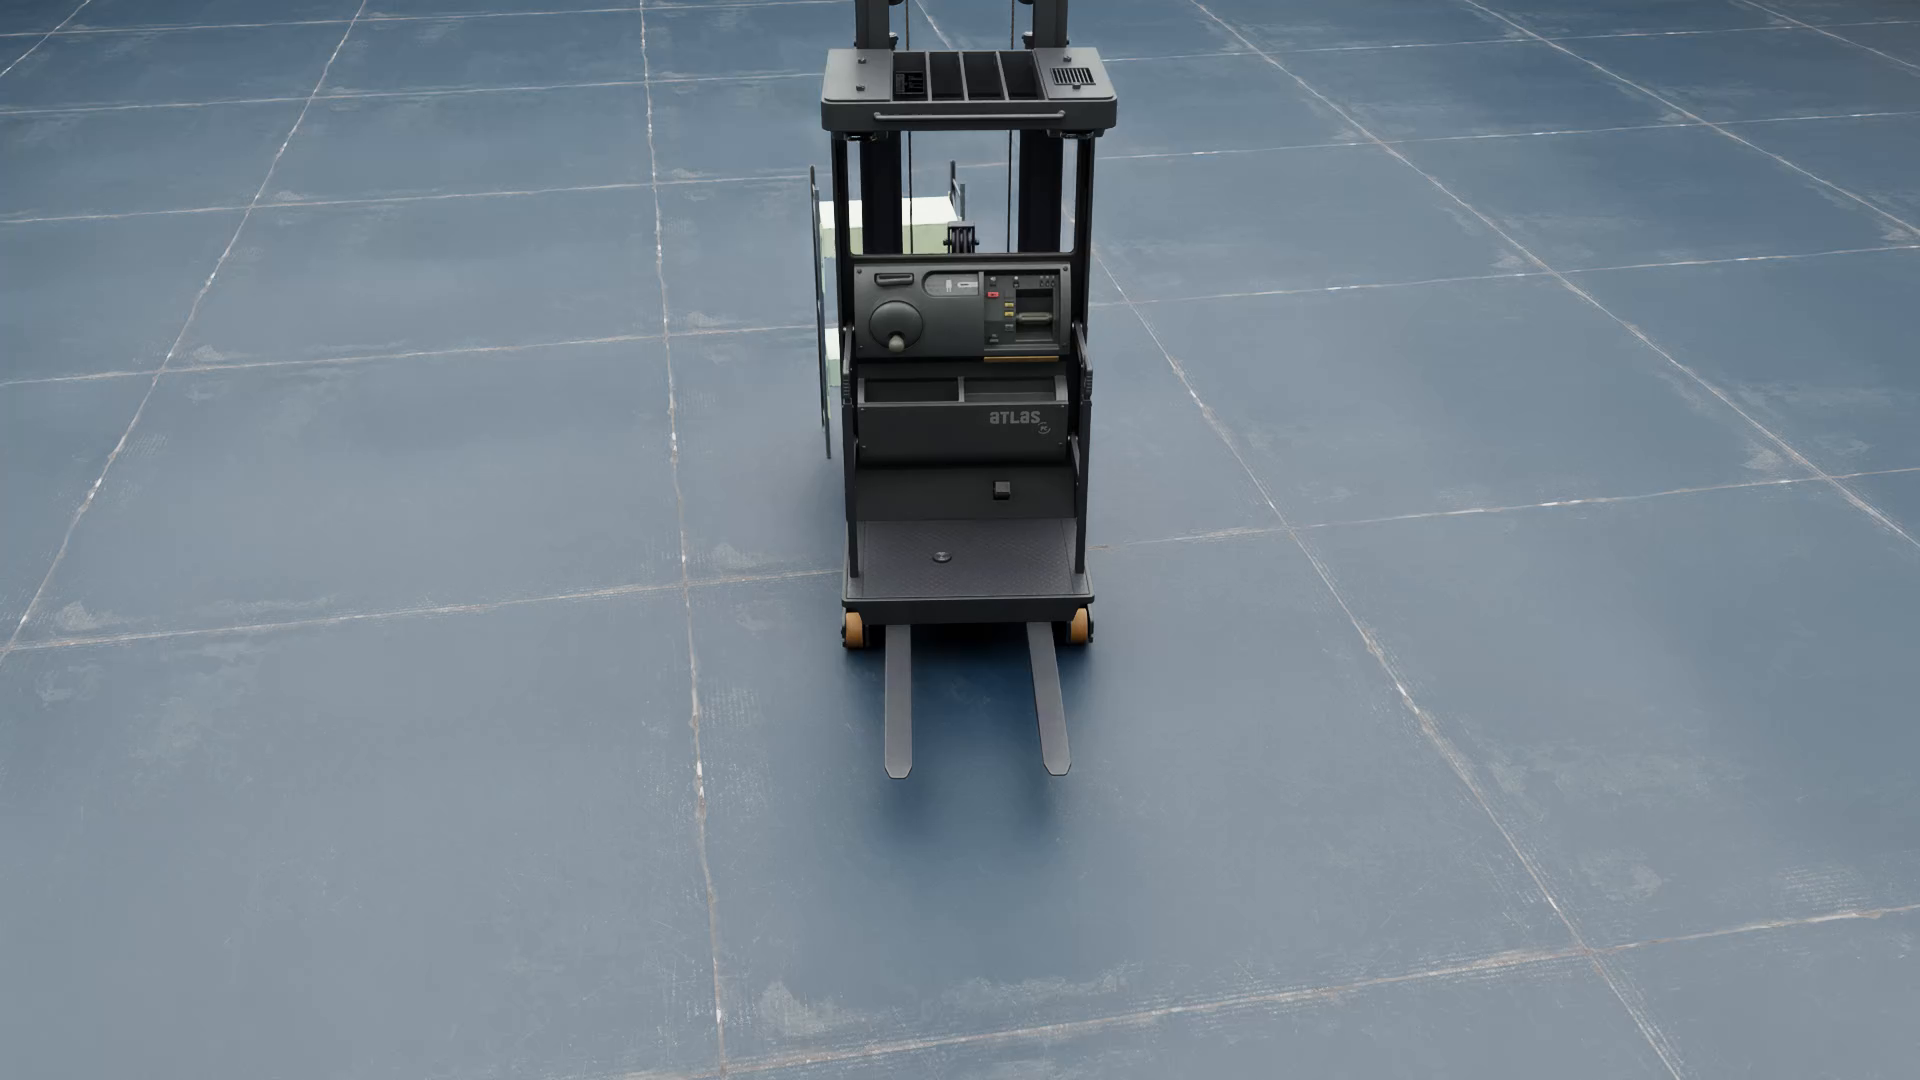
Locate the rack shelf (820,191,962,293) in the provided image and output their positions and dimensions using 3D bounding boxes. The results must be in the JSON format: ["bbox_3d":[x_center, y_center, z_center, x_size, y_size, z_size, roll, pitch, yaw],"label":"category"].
[{"bbox_3d":[-0.375,-1.551,8.638,0.720,0.370,0.431,-4,31,-7],"label":"rack shelf"}]

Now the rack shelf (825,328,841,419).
[{"bbox_3d":[-0.374,-0.933,8.999,0.720,0.370,0.431,-4,31,-7],"label":"rack shelf"}]

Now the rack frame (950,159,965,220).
[{"bbox_3d":[-0.012,-1.240,8.878,0.023,1.500,0.400,-4,31,-7],"label":"rack frame"}]

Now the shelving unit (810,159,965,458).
[{"bbox_3d":[-0.375,-1.215,8.835,0.755,1.500,0.431,-4,31,-7],"label":"shelving unit"}]

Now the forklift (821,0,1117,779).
[{"bbox_3d":[0.021,-0.944,6.964,1.130,2.935,3.031,-1,30,-2],"label":"forklift"}]

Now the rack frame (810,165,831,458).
[{"bbox_3d":[-0.737,-1.189,8.792,0.023,1.500,0.400,-4,31,-7],"label":"rack frame"}]
